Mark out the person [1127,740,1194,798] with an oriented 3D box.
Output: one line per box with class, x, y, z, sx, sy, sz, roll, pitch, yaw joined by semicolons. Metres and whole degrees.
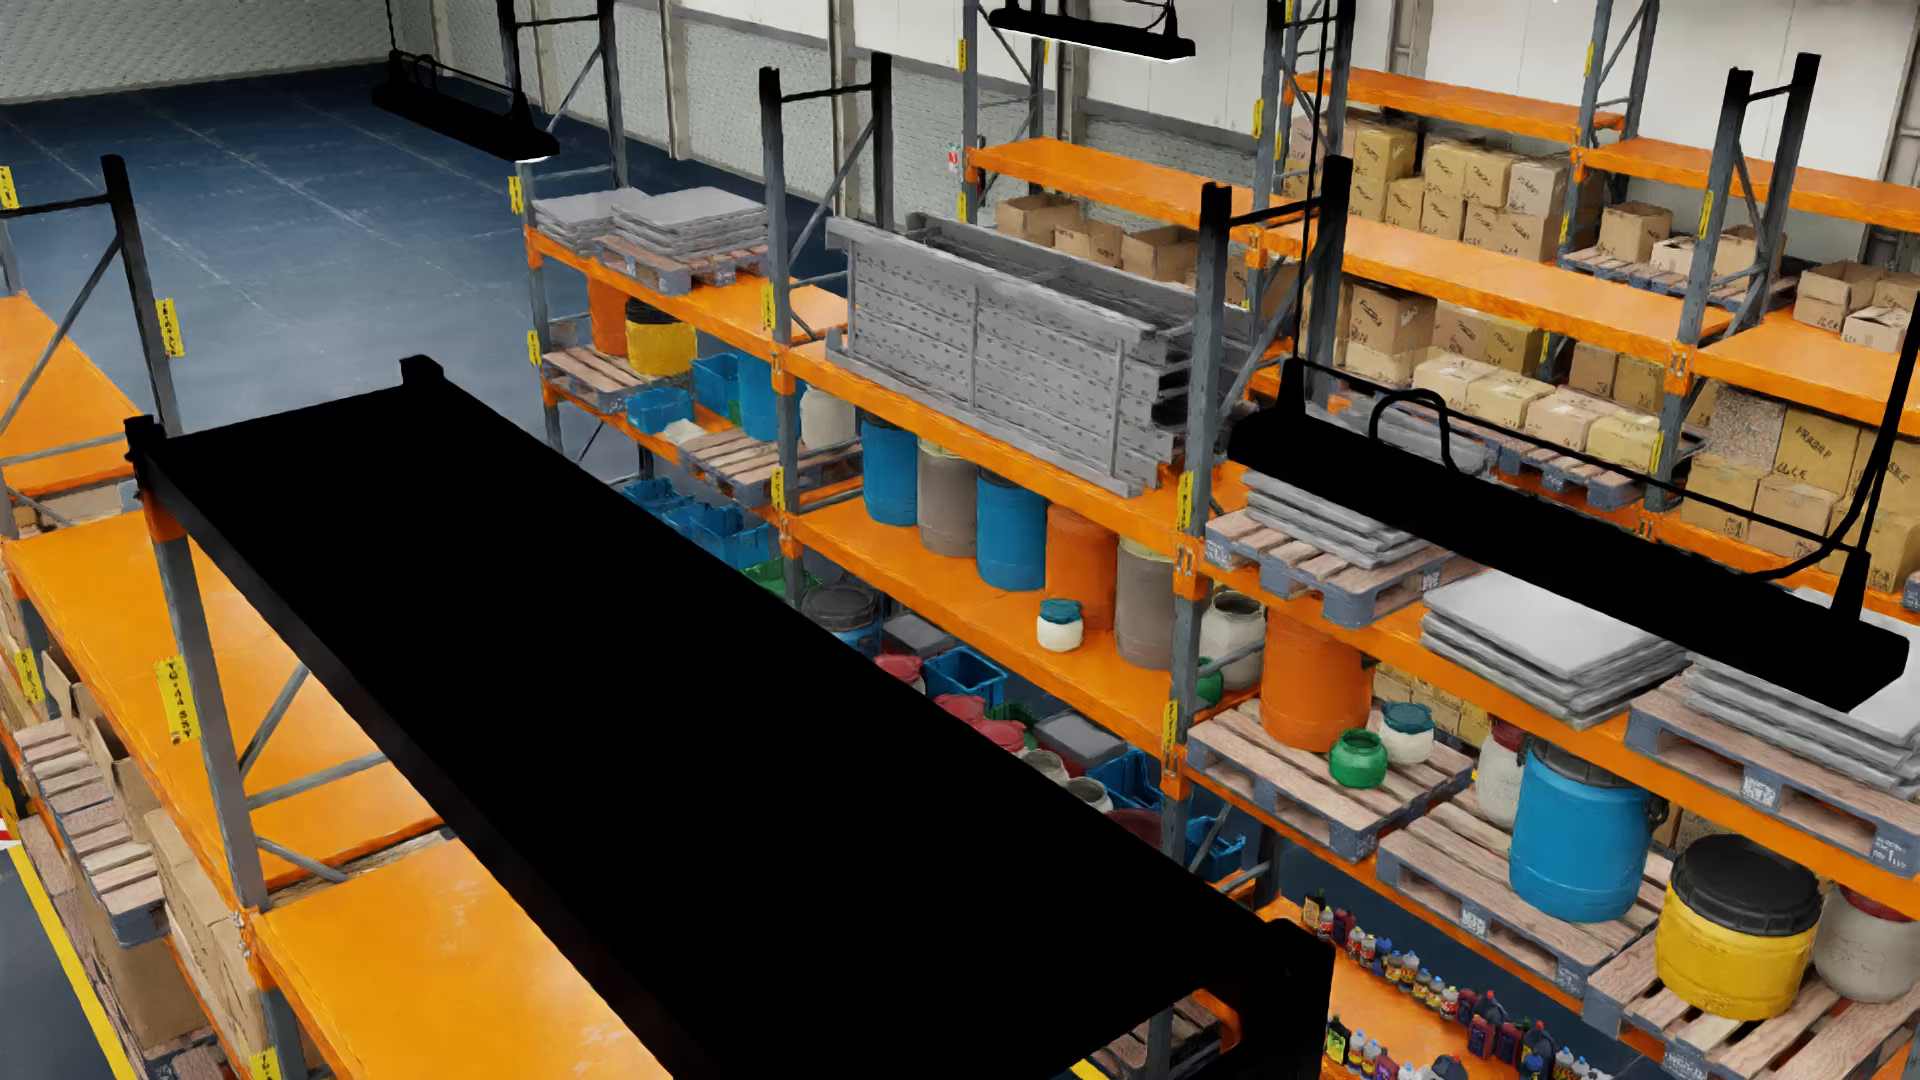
person;1.628;1.283;13.768;0.484;1.605;0.991;-20;32;-35
